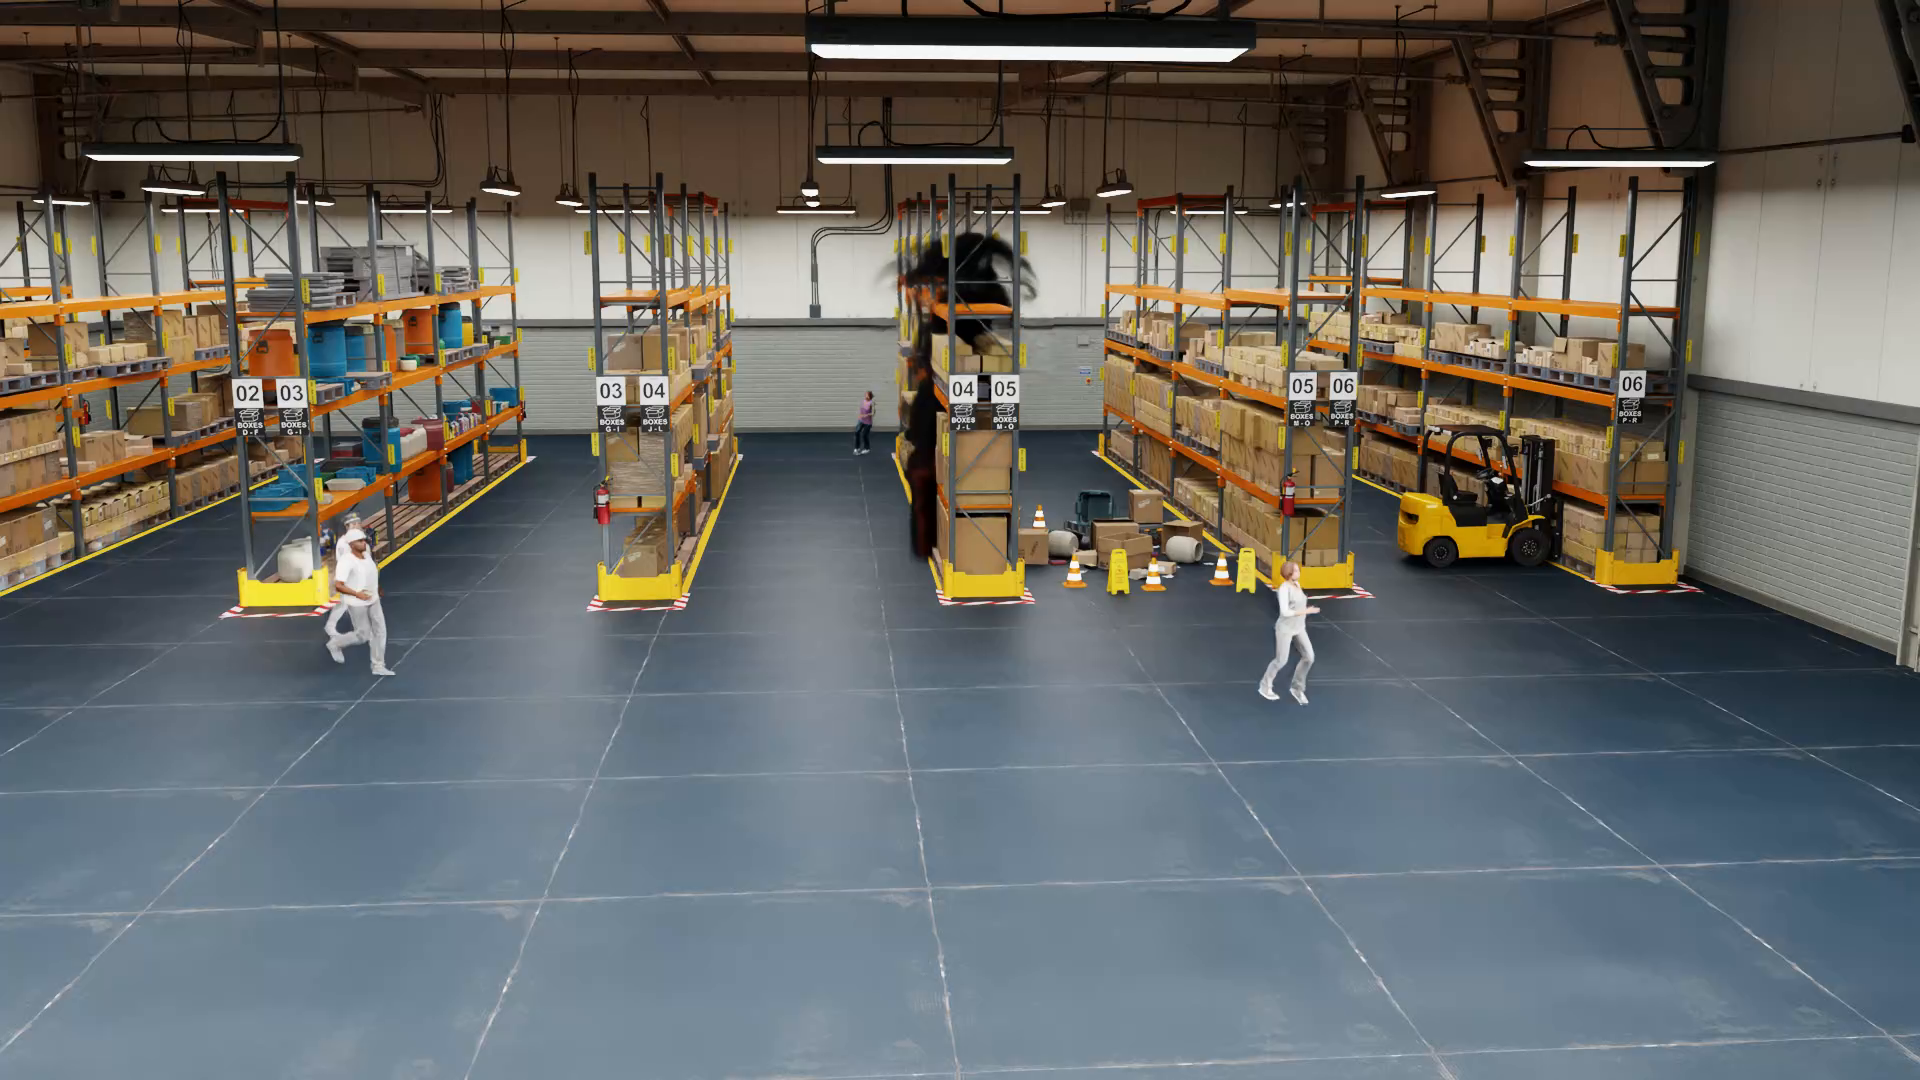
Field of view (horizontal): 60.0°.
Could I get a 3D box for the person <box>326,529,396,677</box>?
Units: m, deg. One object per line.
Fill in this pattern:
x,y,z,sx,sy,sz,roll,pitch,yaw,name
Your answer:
-7.062,0.735,19.551,0.855,1.752,0.706,3,10,17,person

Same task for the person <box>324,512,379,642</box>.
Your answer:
-7.686,0.490,21.087,0.878,1.741,0.622,6,12,32,person

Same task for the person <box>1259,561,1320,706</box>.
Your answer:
3.635,1.036,18.266,0.684,1.647,0.526,9,13,41,person

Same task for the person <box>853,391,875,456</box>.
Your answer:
-2.261,-2.821,40.090,0.529,1.557,0.638,5,11,28,person
